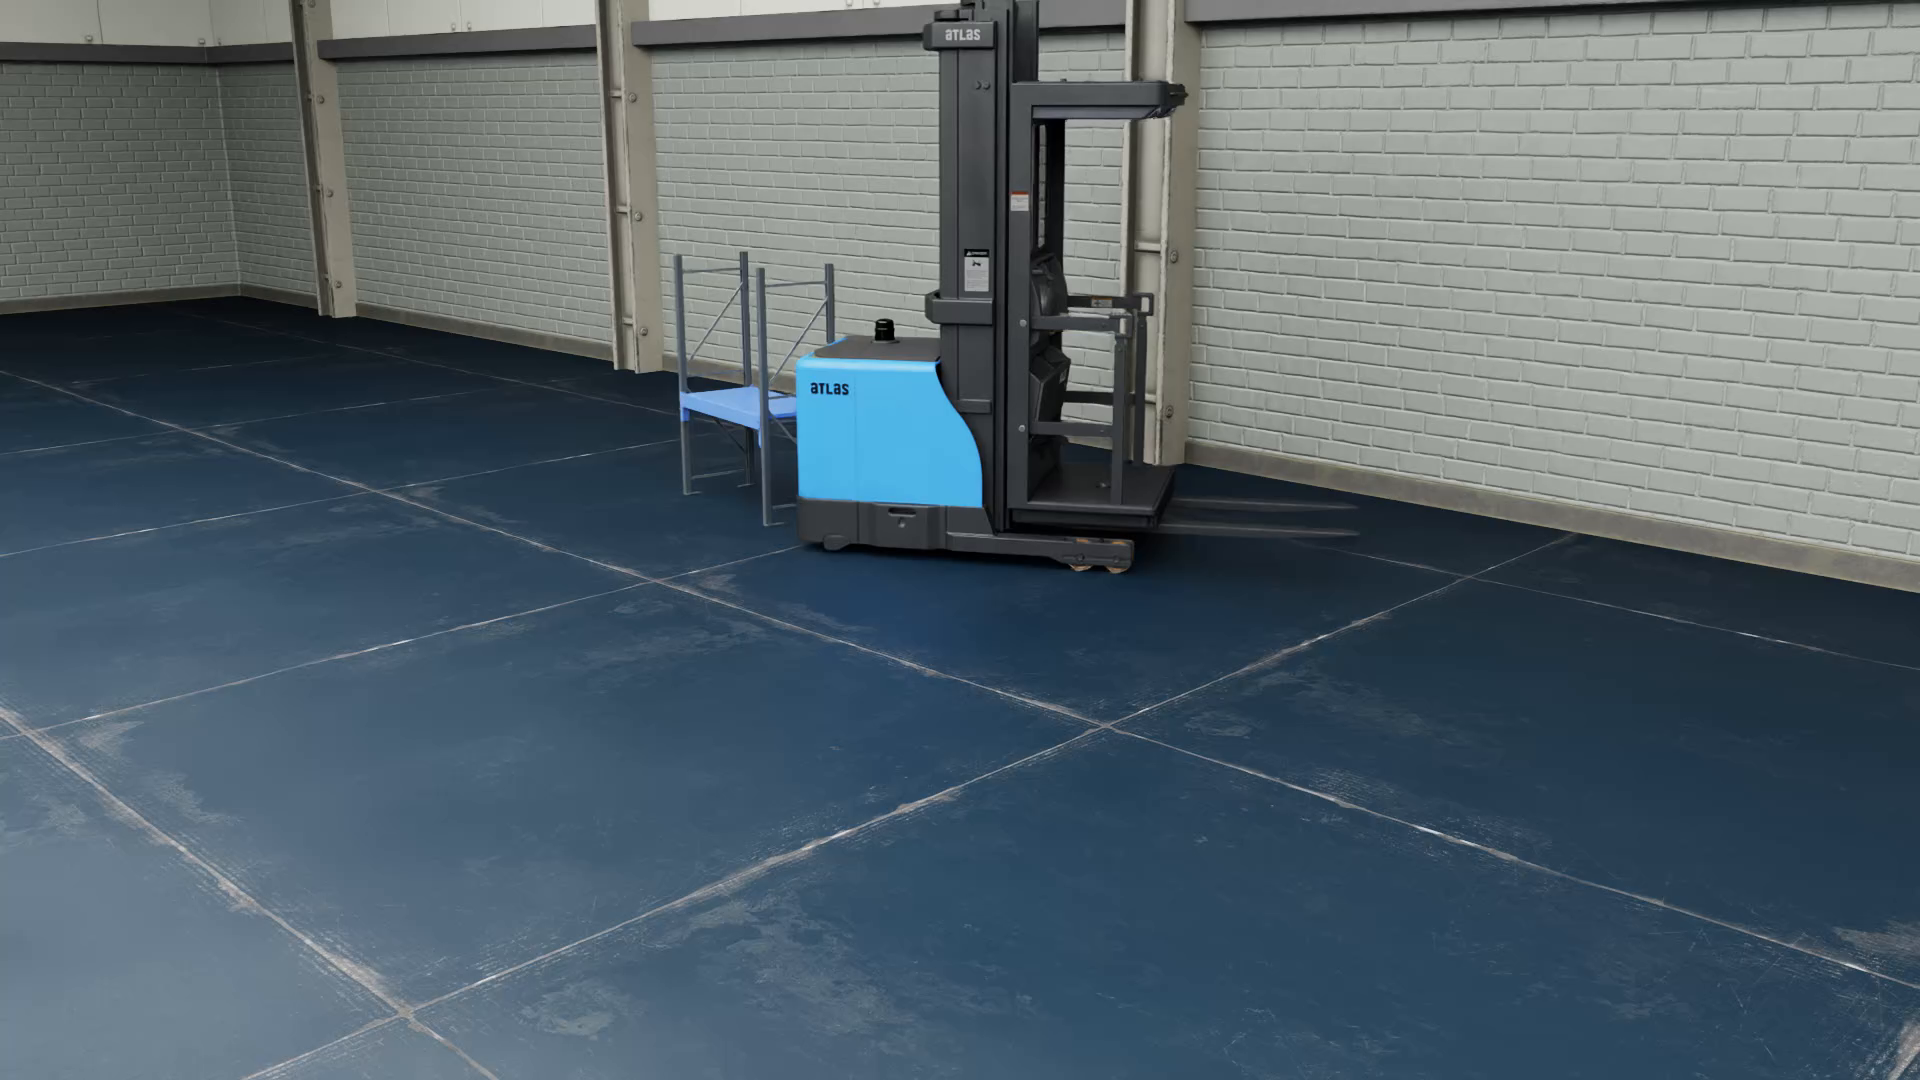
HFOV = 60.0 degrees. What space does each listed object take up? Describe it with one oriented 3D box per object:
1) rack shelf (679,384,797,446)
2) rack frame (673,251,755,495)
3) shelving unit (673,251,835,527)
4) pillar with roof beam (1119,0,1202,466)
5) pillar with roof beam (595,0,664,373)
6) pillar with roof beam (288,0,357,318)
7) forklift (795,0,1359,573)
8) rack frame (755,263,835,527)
[{"bbox_3d":[-1.241,-0.770,10.124,0.538,0.185,1.000,-10,18,-35],"label":"rack shelf"},{"bbox_3d":[-1.541,-1.047,10.476,0.500,1.500,0.032,-10,18,-35],"label":"rack frame"},{"bbox_3d":[-1.241,-0.944,10.079,0.538,1.500,1.048,-10,18,-35],"label":"shelving unit"},{"bbox_3d":[-1.666,-4.119,7.393,0.400,9.000,9.100,14,20,42],"label":"pillar with roof beam"},{"bbox_3d":[-5.985,-5.169,11.423,0.400,9.000,9.100,14,20,42],"label":"pillar with roof beam"},{"bbox_3d":[-10.304,-6.219,15.453,0.400,9.000,9.100,14,20,42],"label":"pillar with roof beam"},{"bbox_3d":[0.669,-1.392,8.962,3.031,2.935,1.130,3,15,12],"label":"forklift"},{"bbox_3d":[-0.941,-0.840,9.682,0.500,1.500,0.032,-10,18,-35],"label":"rack frame"}]
